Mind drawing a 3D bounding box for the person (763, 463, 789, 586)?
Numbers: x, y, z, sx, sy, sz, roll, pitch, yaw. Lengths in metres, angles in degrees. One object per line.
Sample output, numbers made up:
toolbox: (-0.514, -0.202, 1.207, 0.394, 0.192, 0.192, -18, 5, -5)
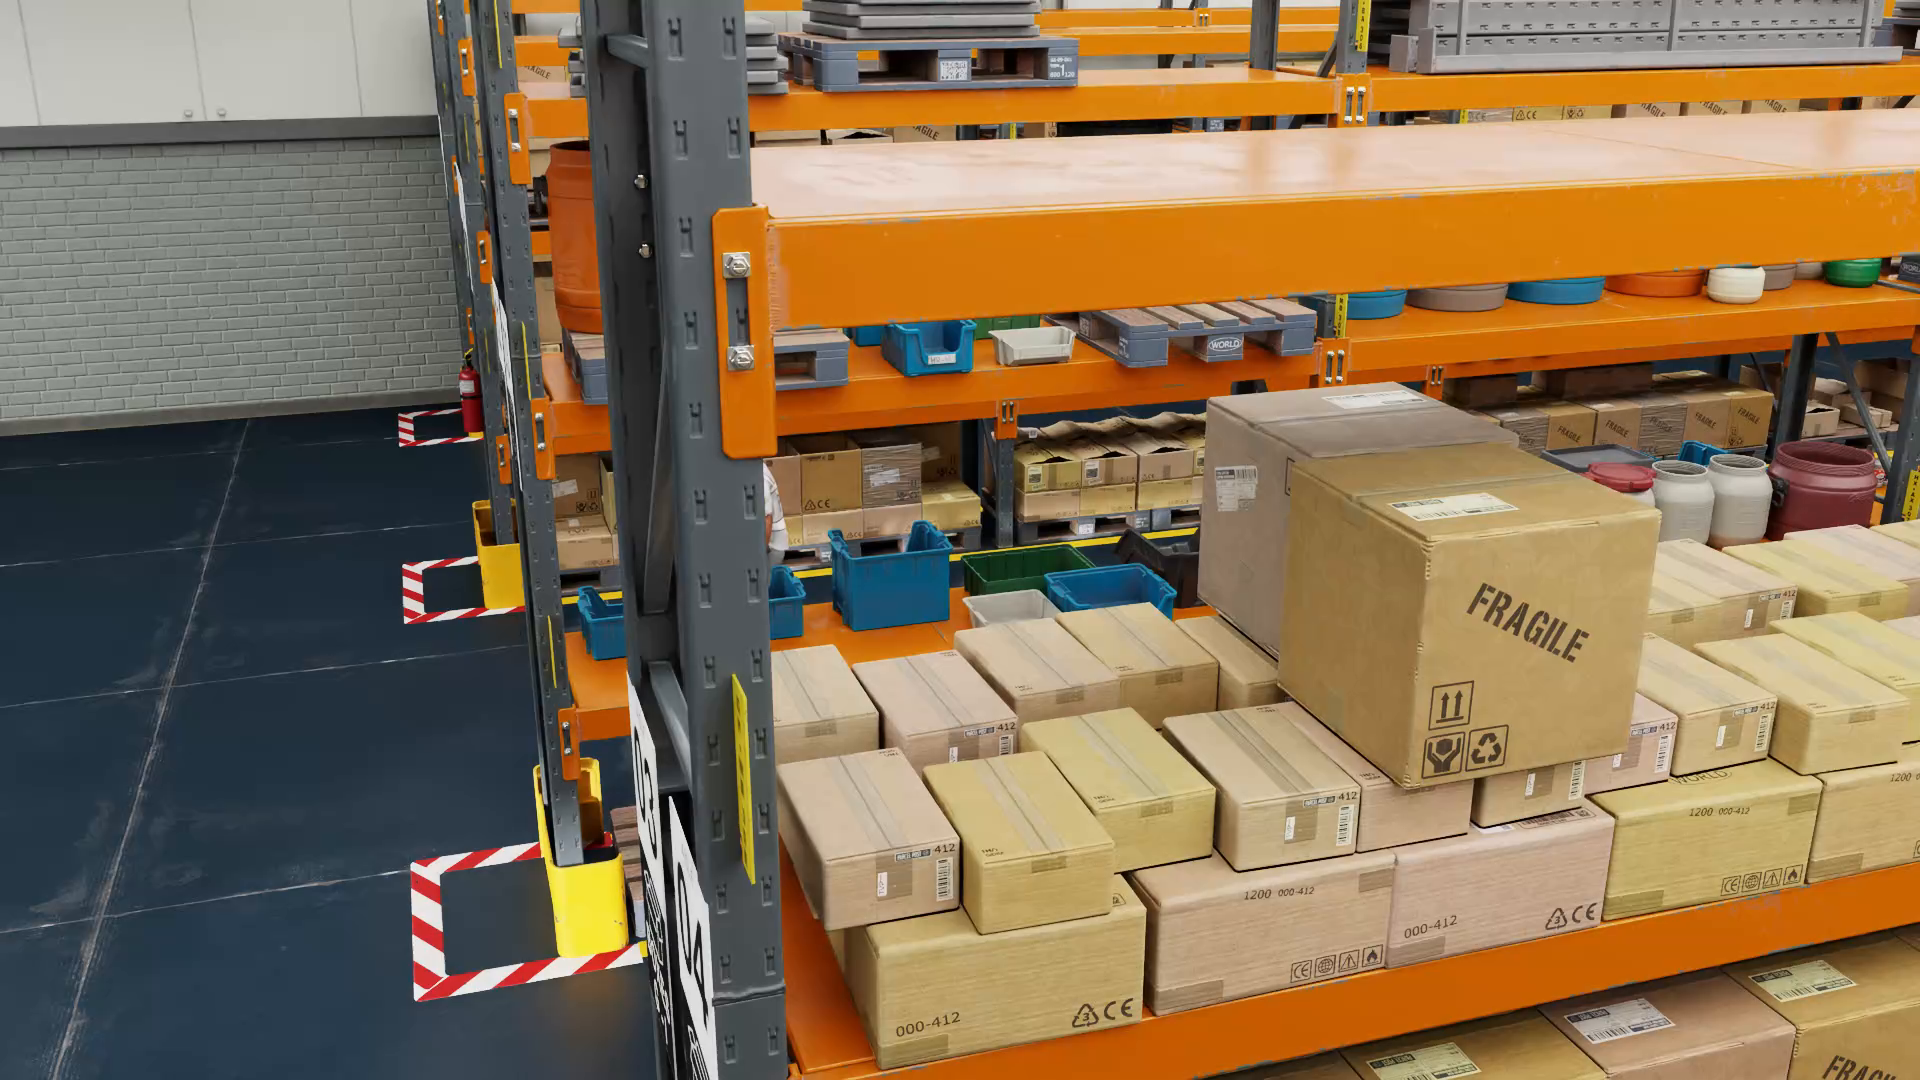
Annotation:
person: (-1.427, 0.053, 11.405, 0.468, 1.666, 0.541, -7, 20, -18)
